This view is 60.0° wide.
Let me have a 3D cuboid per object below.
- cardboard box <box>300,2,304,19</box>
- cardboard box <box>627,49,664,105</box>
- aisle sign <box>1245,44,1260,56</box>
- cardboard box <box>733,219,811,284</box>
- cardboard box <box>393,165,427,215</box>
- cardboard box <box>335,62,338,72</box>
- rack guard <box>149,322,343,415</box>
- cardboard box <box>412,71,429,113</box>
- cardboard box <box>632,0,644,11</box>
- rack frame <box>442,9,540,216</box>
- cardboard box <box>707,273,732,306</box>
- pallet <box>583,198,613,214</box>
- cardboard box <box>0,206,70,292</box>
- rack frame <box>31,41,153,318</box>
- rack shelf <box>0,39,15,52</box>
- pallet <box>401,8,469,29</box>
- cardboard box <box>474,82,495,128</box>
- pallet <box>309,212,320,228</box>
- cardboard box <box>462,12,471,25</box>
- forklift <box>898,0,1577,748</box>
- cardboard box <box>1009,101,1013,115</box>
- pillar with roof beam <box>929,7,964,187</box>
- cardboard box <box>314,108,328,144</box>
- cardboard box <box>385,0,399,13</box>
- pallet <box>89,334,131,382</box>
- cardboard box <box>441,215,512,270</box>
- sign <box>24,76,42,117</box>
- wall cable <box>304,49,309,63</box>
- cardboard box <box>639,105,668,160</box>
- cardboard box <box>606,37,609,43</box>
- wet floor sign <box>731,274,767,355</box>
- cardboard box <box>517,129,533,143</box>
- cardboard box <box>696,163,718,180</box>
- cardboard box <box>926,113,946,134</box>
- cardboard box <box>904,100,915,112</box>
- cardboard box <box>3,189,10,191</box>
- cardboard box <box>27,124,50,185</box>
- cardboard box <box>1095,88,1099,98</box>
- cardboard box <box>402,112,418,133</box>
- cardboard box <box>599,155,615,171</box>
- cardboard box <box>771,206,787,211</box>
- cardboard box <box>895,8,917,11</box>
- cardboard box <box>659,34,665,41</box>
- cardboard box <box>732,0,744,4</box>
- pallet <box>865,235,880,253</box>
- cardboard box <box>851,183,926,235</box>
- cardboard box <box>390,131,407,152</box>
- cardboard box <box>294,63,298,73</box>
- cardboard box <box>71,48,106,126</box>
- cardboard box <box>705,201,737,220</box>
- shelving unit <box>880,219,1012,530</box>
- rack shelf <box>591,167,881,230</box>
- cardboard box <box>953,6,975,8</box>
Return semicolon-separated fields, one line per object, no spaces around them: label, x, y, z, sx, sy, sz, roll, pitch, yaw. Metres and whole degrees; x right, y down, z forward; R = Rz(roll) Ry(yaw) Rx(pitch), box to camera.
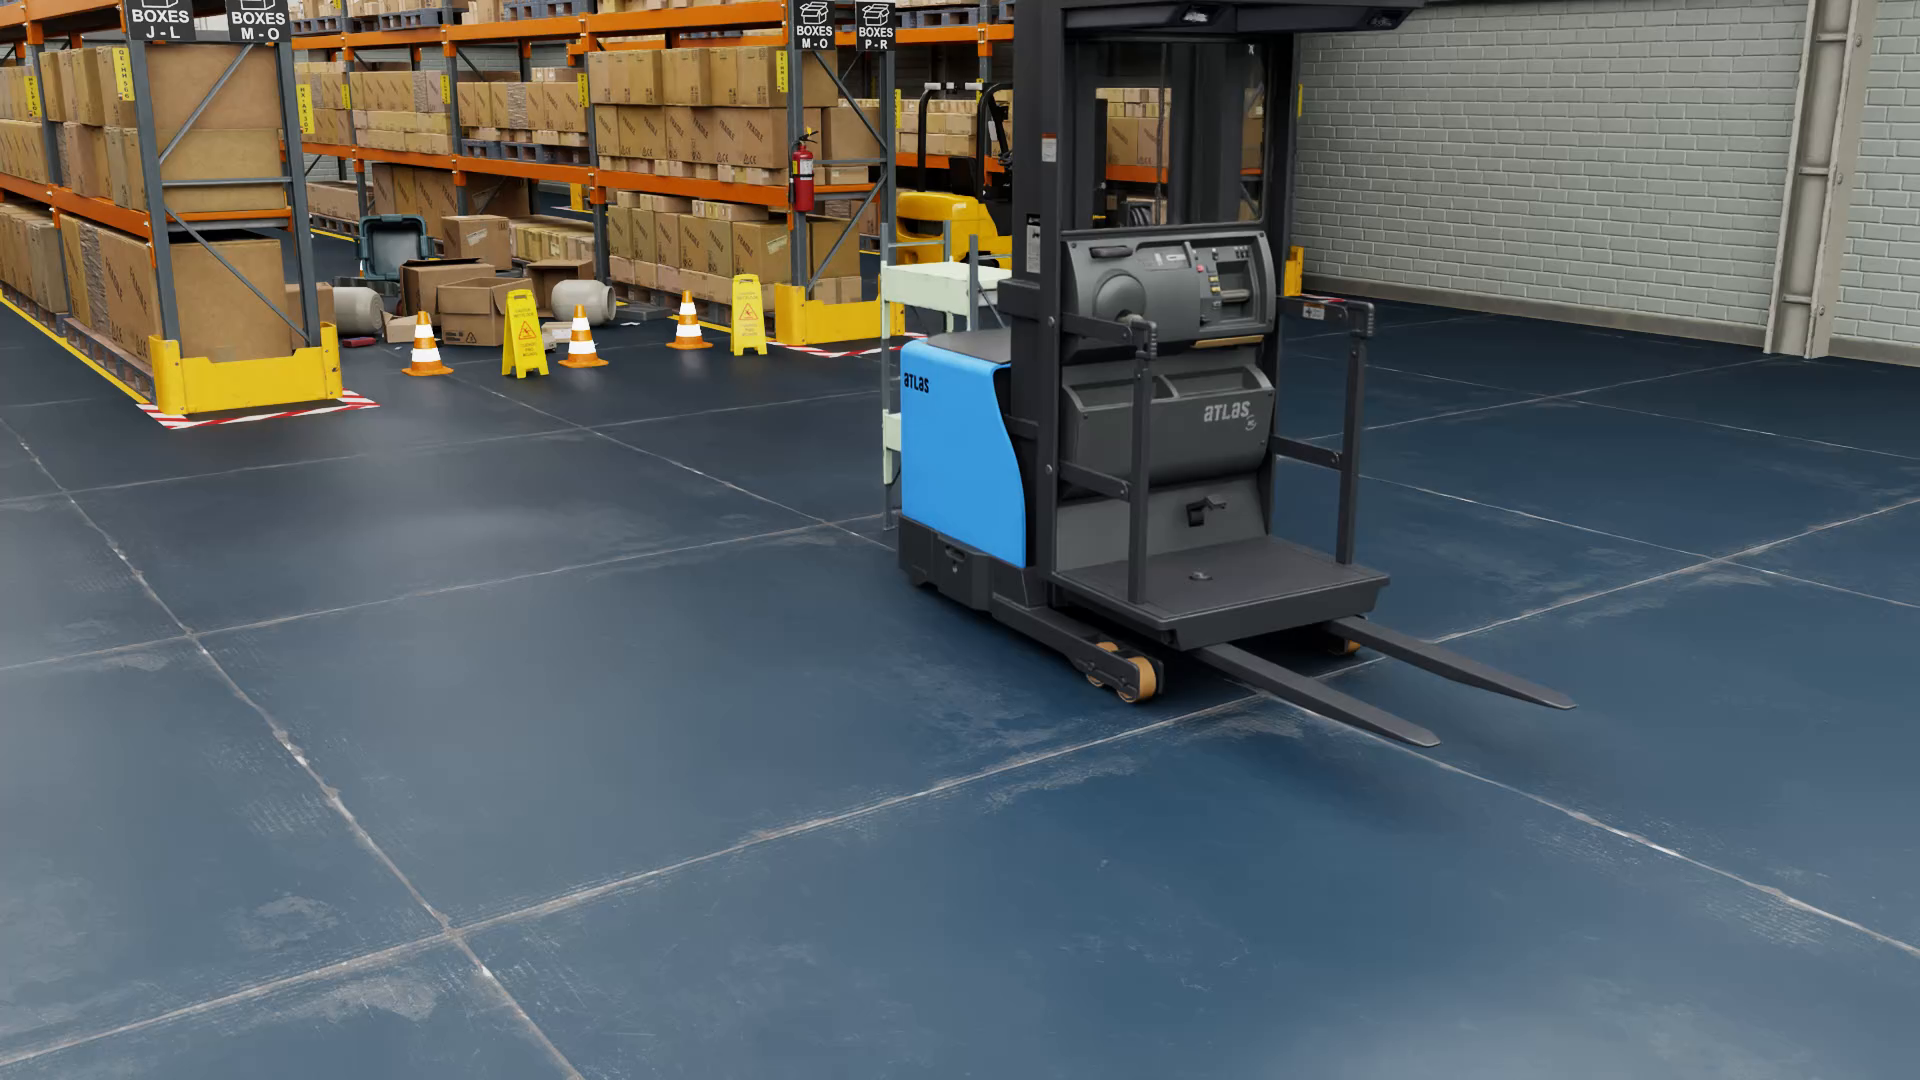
cardboard box;-9.559;-7.941;24.910;0.500;0.311;0.500;-10;18;-34
cardboard box;-2.703;-4.374;15.728;0.700;0.500;0.500;-11;19;-36
aisle sign;2.823;-5.163;16.333;0.394;0.787;0.004;-11;19;-35
cardboard box;-1.673;-2.566;14.762;0.500;0.500;0.500;-11;19;-34
cardboard box;-7.080;-4.626;22.525;0.875;0.875;0.875;-10;18;-33
cardboard box;-8.691;-6.747;23.735;0.380;0.149;0.250;-11;19;-34
rack guard;-4.921;-1.197;11.501;1.175;0.500;0.348;-11;19;-35
cardboard box;-6.519;-5.614;20.823;0.500;0.500;0.500;-10;18;-34
cardboard box;-2.899;-5.113;15.867;0.380;0.149;0.250;-10;18;-33
rack frame;-5.695;-4.906;20.318;1.000;3.000;0.127;-11;19;-35
cardboard box;-1.982;-2.316;15.270;0.500;0.250;0.500;-11;19;-34
pallet;-5.871;-5.854;29.064;1.003;0.211;1.213;-11;19;-35
cardboard box;-8.837;-2.903;16.467;1.050;0.750;0.750;-11;19;-34
rack frame;-7.287;-3.262;14.311;1.000;3.000;0.127;-11;19;-35
rack shelf;-13.167;-6.497;21.812;1.077;0.370;4.000;-11;19;-35
pallet;-6.116;-6.391;20.419;1.213;0.211;1.003;-10;18;-32
cardboard box;-5.305;-5.058;19.325;0.500;0.500;0.500;-10;18;-32
pallet;-9.865;-5.110;26.348;1.003;0.211;1.213;-11;19;-35
cardboard box;-5.647;-6.138;19.613;0.380;0.149;0.250;-11;19;-35
forklift;0.913;-0.969;6.066;1.130;2.935;3.031;-9;18;-30
cardboard box;0.798;-5.020;19.317;0.380;0.149;0.250;-10;18;-33
pillar with roof beam;-3.668;-7.764;19.396;9.100;9.000;0.400;-11;19;-35
cardboard box;-9.140;-6.081;24.424;0.500;0.500;0.500;-11;19;-35
cardboard box;-6.966;-6.935;21.064;0.500;0.500;0.500;-11;19;-34
pallet;-6.182;-1.481;13.089;1.003;0.211;1.213;-11;19;-35
cardboard box;-4.765;-2.928;16.394;0.500;0.500;0.500;-11;19;-35
sign;-7.721;-3.696;13.853;0.100;0.325;0.005;-11;19;-35
wall cable;-12.592;-8.527;31.624;0.588;1.984;0.122;-11;19;-35
cardboard box;-2.711;-3.893;15.866;0.500;0.500;0.500;-11;19;-35
cardboard box;-5.655;-8.330;27.623;0.380;0.149;0.250;-11;19;-35
wet floor sign;-1.745;-1.855;13.632;0.267;0.644;0.232;-4;16;-15
cardboard box;-4.743;-4.536;18.648;0.380;0.149;0.250;-10;18;-33
cardboard box;-2.192;-3.385;15.238;0.380;0.149;0.250;-11;19;-35
cardboard box;-0.134;-5.165;20.604;0.500;0.250;0.500;-11;19;-36
cardboard box;-0.486;-5.491;21.037;0.380;0.149;0.250;-11;19;-34
cardboard box;-11.159;-3.907;19.187;0.500;0.250;0.500;-10;18;-32
cardboard box;-7.810;-3.380;14.553;0.500;0.500;0.500;-11;19;-35
cardboard box;1.600;-4.900;18.315;0.380;0.149;0.250;-11;19;-34
cardboard box;-6.807;-5.354;21.291;0.500;0.250;0.500;-11;19;-36
cardboard box;-3.417;-3.813;16.802;0.380;0.149;0.250;-11;19;-35
cardboard box;-2.390;-4.839;24.015;0.500;0.500;0.500;-11;19;-35
cardboard box;-0.855;-7.013;21.160;0.500;0.500;0.500;-10;18;-33
cardboard box;-4.484;-7.888;26.006;0.380;0.149;0.250;-11;19;-35
cardboard box;-1.729;-4.666;14.235;0.380;0.149;0.250;-10;18;-33
pallet;-0.516;-3.890;21.888;1.003;0.211;1.213;-11;19;-35
cardboard box;-0.936;-4.460;22.394;0.875;0.625;0.625;-10;18;-33
cardboard box;-7.121;-5.222;21.758;0.500;0.250;0.500;-11;19;-35
cardboard box;-9.973;-7.167;25.267;0.380;0.149;0.250;-12;19;-36
cardboard box;-6.157;-3.423;12.570;0.875;0.550;0.500;-11;19;-35
cardboard box;-2.088;-3.001;15.123;0.380;0.149;0.250;-10;18;-34
shelving unit;0.000;-0.725;7.883;0.431;1.500;0.755;-11;19;-34
rack shelf;-2.167;-3.277;15.732;1.077;0.370;4.000;-11;19;-35
cardboard box;0.085;-6.646;20.485;0.380;0.149;0.250;-11;19;-35
